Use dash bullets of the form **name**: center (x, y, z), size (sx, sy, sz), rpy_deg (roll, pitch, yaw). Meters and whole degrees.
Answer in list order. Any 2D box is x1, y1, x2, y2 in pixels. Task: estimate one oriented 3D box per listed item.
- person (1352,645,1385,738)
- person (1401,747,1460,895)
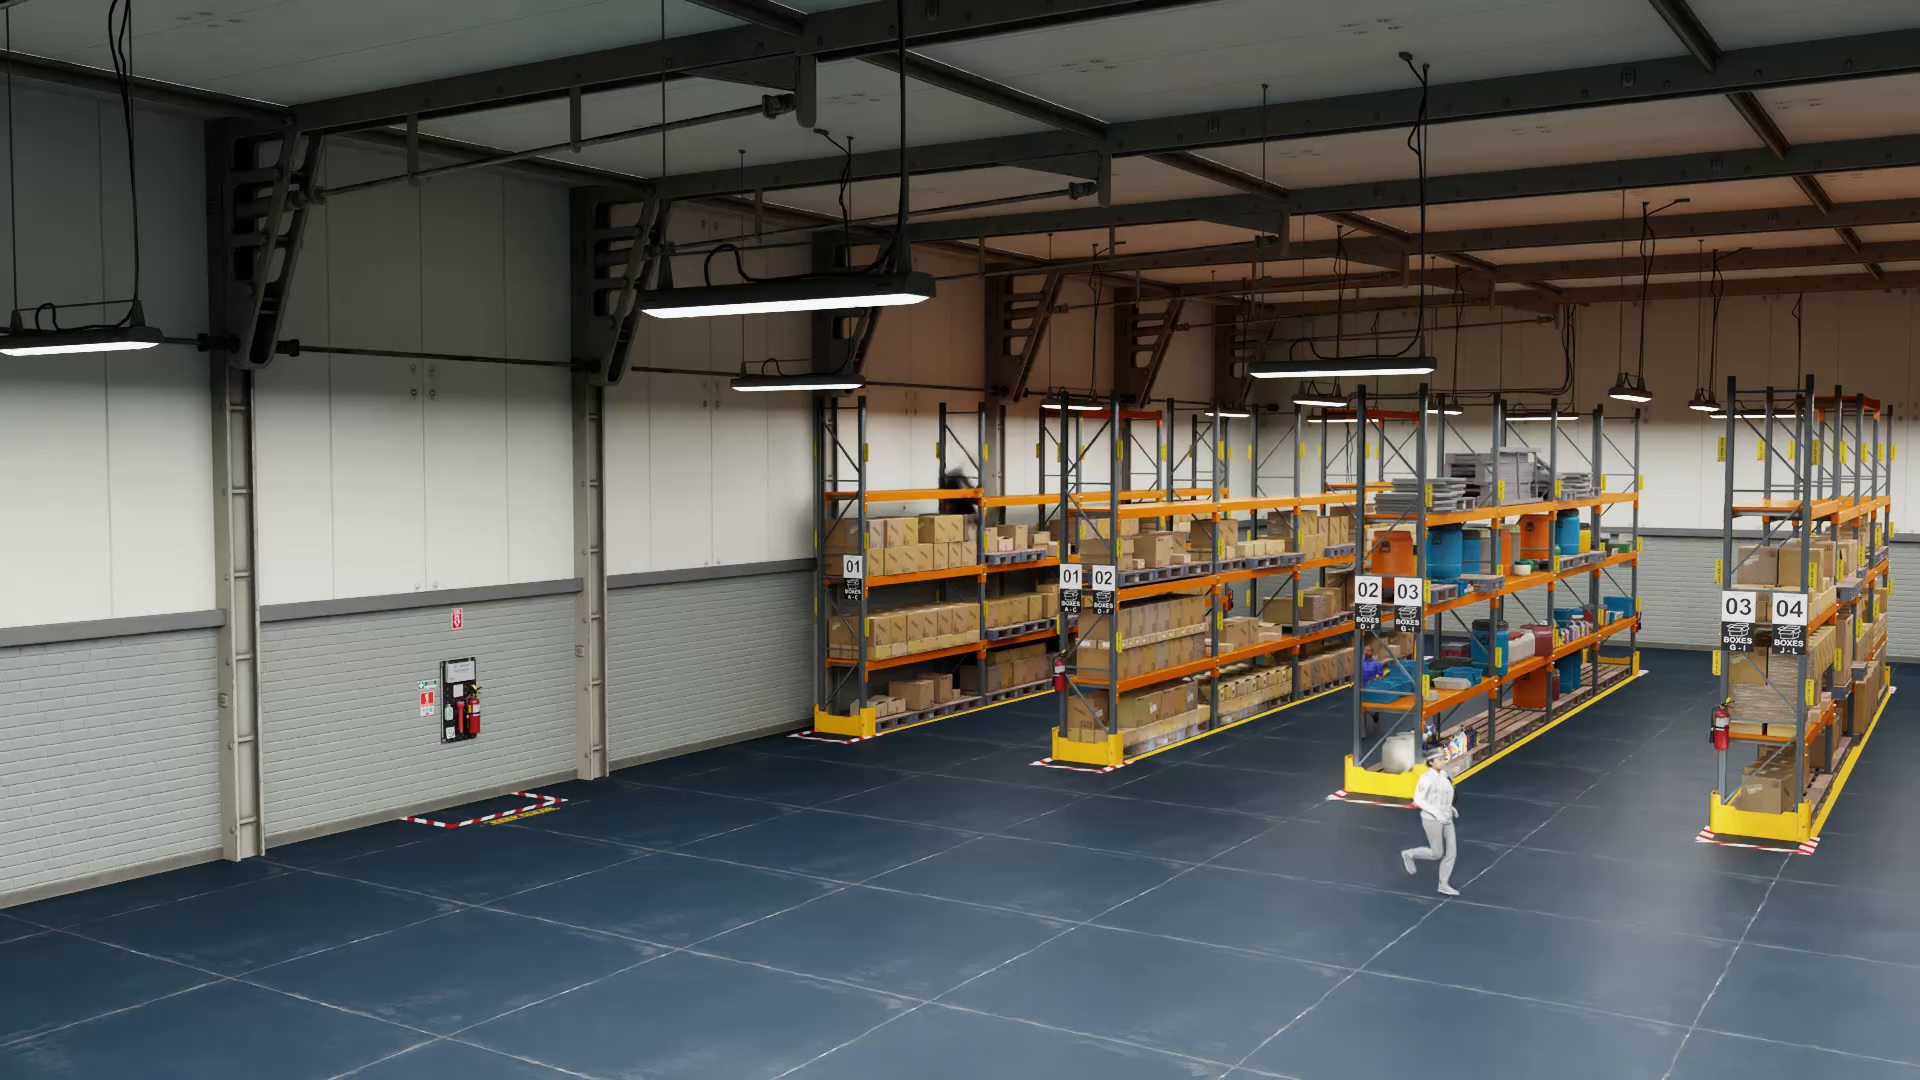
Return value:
- **person**: center (7.177, 2.655, 29.291), size (0.584, 1.613, 0.749), rpy_deg (1, 3, 25)
- **person**: center (5.421, 3.174, 18.975), size (0.617, 1.661, 0.742), rpy_deg (-2, 4, -37)
